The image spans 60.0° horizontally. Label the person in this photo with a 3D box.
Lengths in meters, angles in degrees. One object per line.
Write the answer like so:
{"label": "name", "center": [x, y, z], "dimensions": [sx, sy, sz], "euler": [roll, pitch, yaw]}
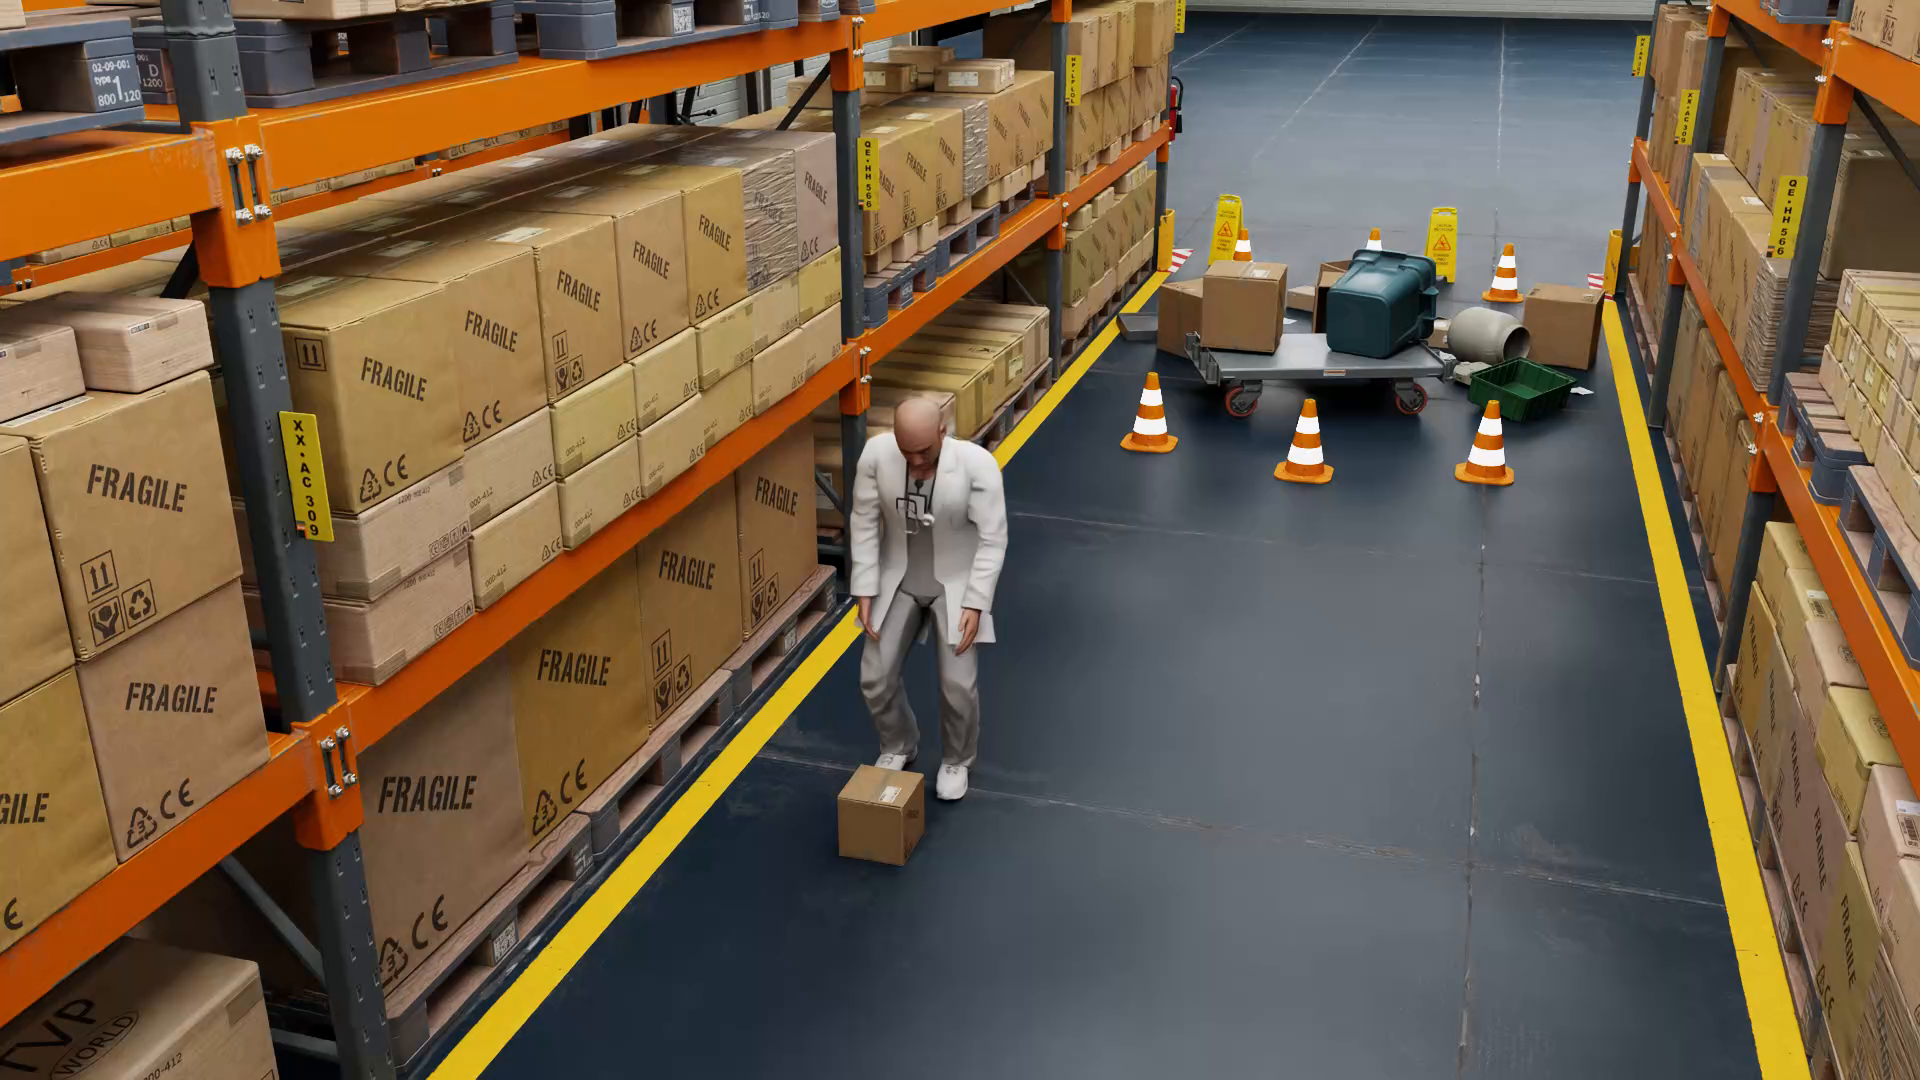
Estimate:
{"label": "person", "center": [-0.111, 0.199, 6.315], "dimensions": [0.617, 1.634, 0.543], "euler": [7, 23, 16]}
